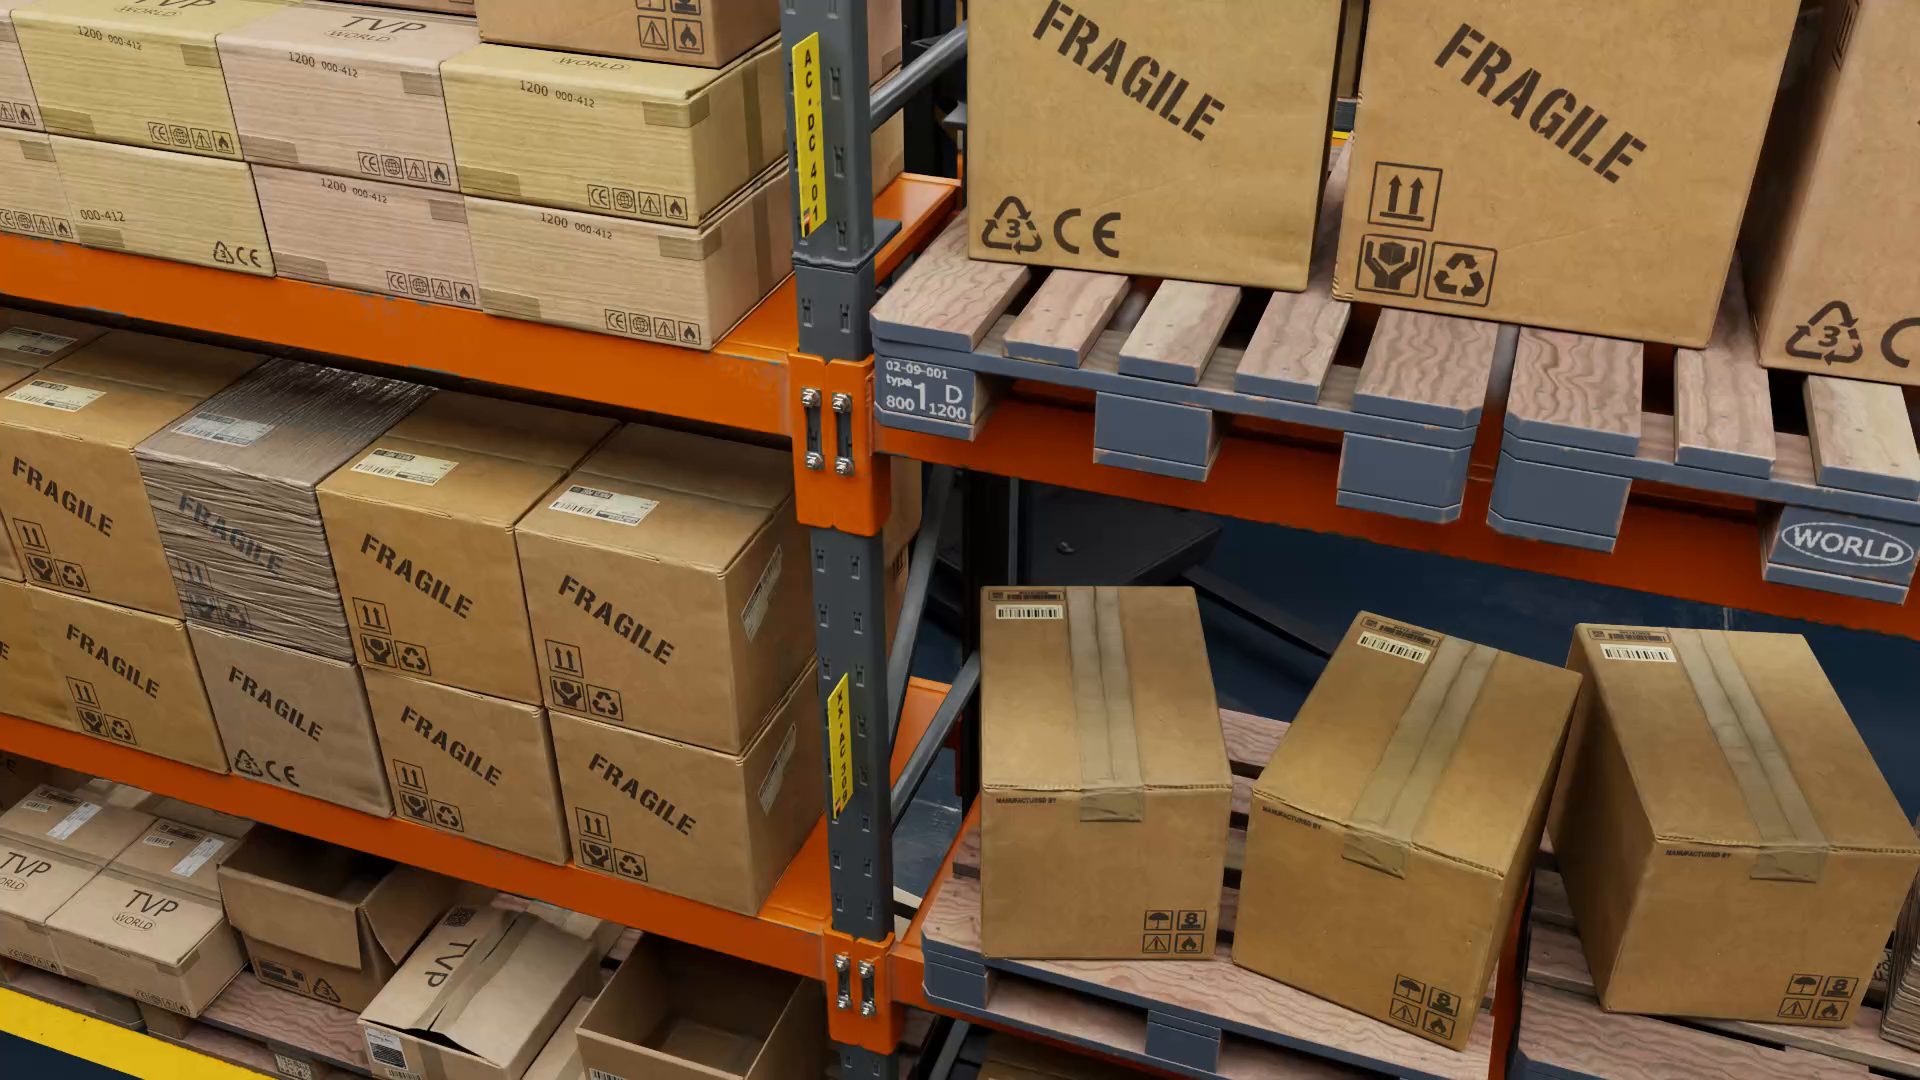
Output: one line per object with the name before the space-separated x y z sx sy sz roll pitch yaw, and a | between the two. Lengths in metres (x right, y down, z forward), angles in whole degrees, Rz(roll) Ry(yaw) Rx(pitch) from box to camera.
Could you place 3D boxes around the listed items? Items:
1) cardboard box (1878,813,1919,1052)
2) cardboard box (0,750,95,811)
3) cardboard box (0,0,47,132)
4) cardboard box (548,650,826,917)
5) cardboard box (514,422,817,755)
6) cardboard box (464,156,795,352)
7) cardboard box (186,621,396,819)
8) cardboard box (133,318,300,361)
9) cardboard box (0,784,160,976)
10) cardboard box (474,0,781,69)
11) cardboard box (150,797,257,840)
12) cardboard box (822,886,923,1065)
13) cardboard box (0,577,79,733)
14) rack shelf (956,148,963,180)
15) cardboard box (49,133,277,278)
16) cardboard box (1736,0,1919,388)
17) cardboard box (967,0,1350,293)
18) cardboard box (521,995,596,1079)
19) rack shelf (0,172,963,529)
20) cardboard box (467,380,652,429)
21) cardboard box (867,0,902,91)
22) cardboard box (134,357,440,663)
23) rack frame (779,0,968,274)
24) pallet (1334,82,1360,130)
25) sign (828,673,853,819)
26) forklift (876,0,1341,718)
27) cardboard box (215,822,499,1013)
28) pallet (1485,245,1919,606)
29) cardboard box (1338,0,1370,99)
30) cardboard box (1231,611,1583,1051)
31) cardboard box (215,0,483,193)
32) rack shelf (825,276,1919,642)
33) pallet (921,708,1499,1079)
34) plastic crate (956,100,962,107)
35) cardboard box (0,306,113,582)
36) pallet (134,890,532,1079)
cardboard box | 2.264 0.713 3.402 0.500 0.500 0.700 18 37 25
cardboard box | -3.245 0.629 5.910 0.500 0.500 0.500 11 34 16
cardboard box | -2.034 -1.114 3.622 0.500 0.250 0.500 11 34 16
cardboard box | -0.632 0.519 4.088 0.500 0.500 0.500 12 35 17
cardboard box | -0.638 0.099 3.817 0.500 0.500 0.500 11 34 17
cardboard box | -0.622 -0.629 3.331 0.500 0.250 0.500 11 34 16
cardboard box | -1.602 0.333 4.377 0.500 0.500 0.500 12 35 18
cardboard box | -1.879 -0.453 4.672 0.500 0.500 0.500 12 35 18
cardboard box | -2.953 1.096 5.417 0.500 0.250 0.500 11 34 16
cardboard box | -0.545 -1.270 3.172 0.500 0.500 0.700 11 34 16
cardboard box | -2.361 0.923 5.685 0.500 0.250 0.500 11 34 16
cardboard box | -0.397 1.279 5.077 0.500 0.311 0.500 11 34 16
cardboard box | -2.552 0.148 4.663 0.500 0.500 0.500 11 34 16
rack shelf | -0.283 -2.071 8.855 4.000 0.370 1.077 11 34 16
cardboard box | -1.563 -0.813 3.616 0.500 0.250 0.500 11 34 16
cardboard box | 1.631 -0.627 2.618 0.600 0.600 0.600 10 34 15
cardboard box | 0.375 -0.869 2.994 0.600 0.600 0.600 8 34 12
cardboard box | -1.080 1.537 4.827 0.250 0.149 0.380 11 34 16
rack shelf | -1.957 -0.802 4.125 4.000 0.370 1.077 11 34 16
cardboard box | -0.909 -0.265 4.380 0.500 0.500 0.500 10 34 15
cardboard box | -0.448 -1.101 3.603 0.500 0.250 0.500 11 34 16
cardboard box | -1.595 -0.086 4.103 0.500 0.500 0.500 11 35 17
rack frame | -0.075 -1.999 2.550 0.127 3.000 1.000 11 34 16
pallet | 2.582 -3.544 13.044 1.213 0.211 1.003 11 34 16
sign | -0.250 0.436 3.511 0.005 0.325 0.100 11 34 16
forklift | 0.429 -0.984 6.572 1.130 2.935 3.031 -27 42 -35
cardboard box | -1.845 1.044 5.263 0.637 0.503 0.797 11 34 16
pallet | 1.493 -0.316 2.882 1.003 0.211 1.213 11 34 16
cardboard box | 2.677 -3.982 12.723 0.875 0.875 0.875 11 34 16
cardboard box | 0.965 0.597 3.580 0.500 0.500 0.700 17 36 24
cardboard box | -1.093 -0.929 3.336 0.500 0.250 0.500 11 34 16
rack shelf | 1.808 -0.070 2.991 4.000 0.370 1.077 11 34 16
pallet | 0.641 0.804 3.916 1.213 0.211 1.003 11 34 16
plastic crate | 0.225 -2.356 8.687 0.530 0.282 0.437 11 34 16
cardboard box | -2.547 -0.271 4.390 0.500 0.500 0.500 11 35 17
pallet | -1.873 1.345 5.473 1.213 0.211 1.003 11 34 16
